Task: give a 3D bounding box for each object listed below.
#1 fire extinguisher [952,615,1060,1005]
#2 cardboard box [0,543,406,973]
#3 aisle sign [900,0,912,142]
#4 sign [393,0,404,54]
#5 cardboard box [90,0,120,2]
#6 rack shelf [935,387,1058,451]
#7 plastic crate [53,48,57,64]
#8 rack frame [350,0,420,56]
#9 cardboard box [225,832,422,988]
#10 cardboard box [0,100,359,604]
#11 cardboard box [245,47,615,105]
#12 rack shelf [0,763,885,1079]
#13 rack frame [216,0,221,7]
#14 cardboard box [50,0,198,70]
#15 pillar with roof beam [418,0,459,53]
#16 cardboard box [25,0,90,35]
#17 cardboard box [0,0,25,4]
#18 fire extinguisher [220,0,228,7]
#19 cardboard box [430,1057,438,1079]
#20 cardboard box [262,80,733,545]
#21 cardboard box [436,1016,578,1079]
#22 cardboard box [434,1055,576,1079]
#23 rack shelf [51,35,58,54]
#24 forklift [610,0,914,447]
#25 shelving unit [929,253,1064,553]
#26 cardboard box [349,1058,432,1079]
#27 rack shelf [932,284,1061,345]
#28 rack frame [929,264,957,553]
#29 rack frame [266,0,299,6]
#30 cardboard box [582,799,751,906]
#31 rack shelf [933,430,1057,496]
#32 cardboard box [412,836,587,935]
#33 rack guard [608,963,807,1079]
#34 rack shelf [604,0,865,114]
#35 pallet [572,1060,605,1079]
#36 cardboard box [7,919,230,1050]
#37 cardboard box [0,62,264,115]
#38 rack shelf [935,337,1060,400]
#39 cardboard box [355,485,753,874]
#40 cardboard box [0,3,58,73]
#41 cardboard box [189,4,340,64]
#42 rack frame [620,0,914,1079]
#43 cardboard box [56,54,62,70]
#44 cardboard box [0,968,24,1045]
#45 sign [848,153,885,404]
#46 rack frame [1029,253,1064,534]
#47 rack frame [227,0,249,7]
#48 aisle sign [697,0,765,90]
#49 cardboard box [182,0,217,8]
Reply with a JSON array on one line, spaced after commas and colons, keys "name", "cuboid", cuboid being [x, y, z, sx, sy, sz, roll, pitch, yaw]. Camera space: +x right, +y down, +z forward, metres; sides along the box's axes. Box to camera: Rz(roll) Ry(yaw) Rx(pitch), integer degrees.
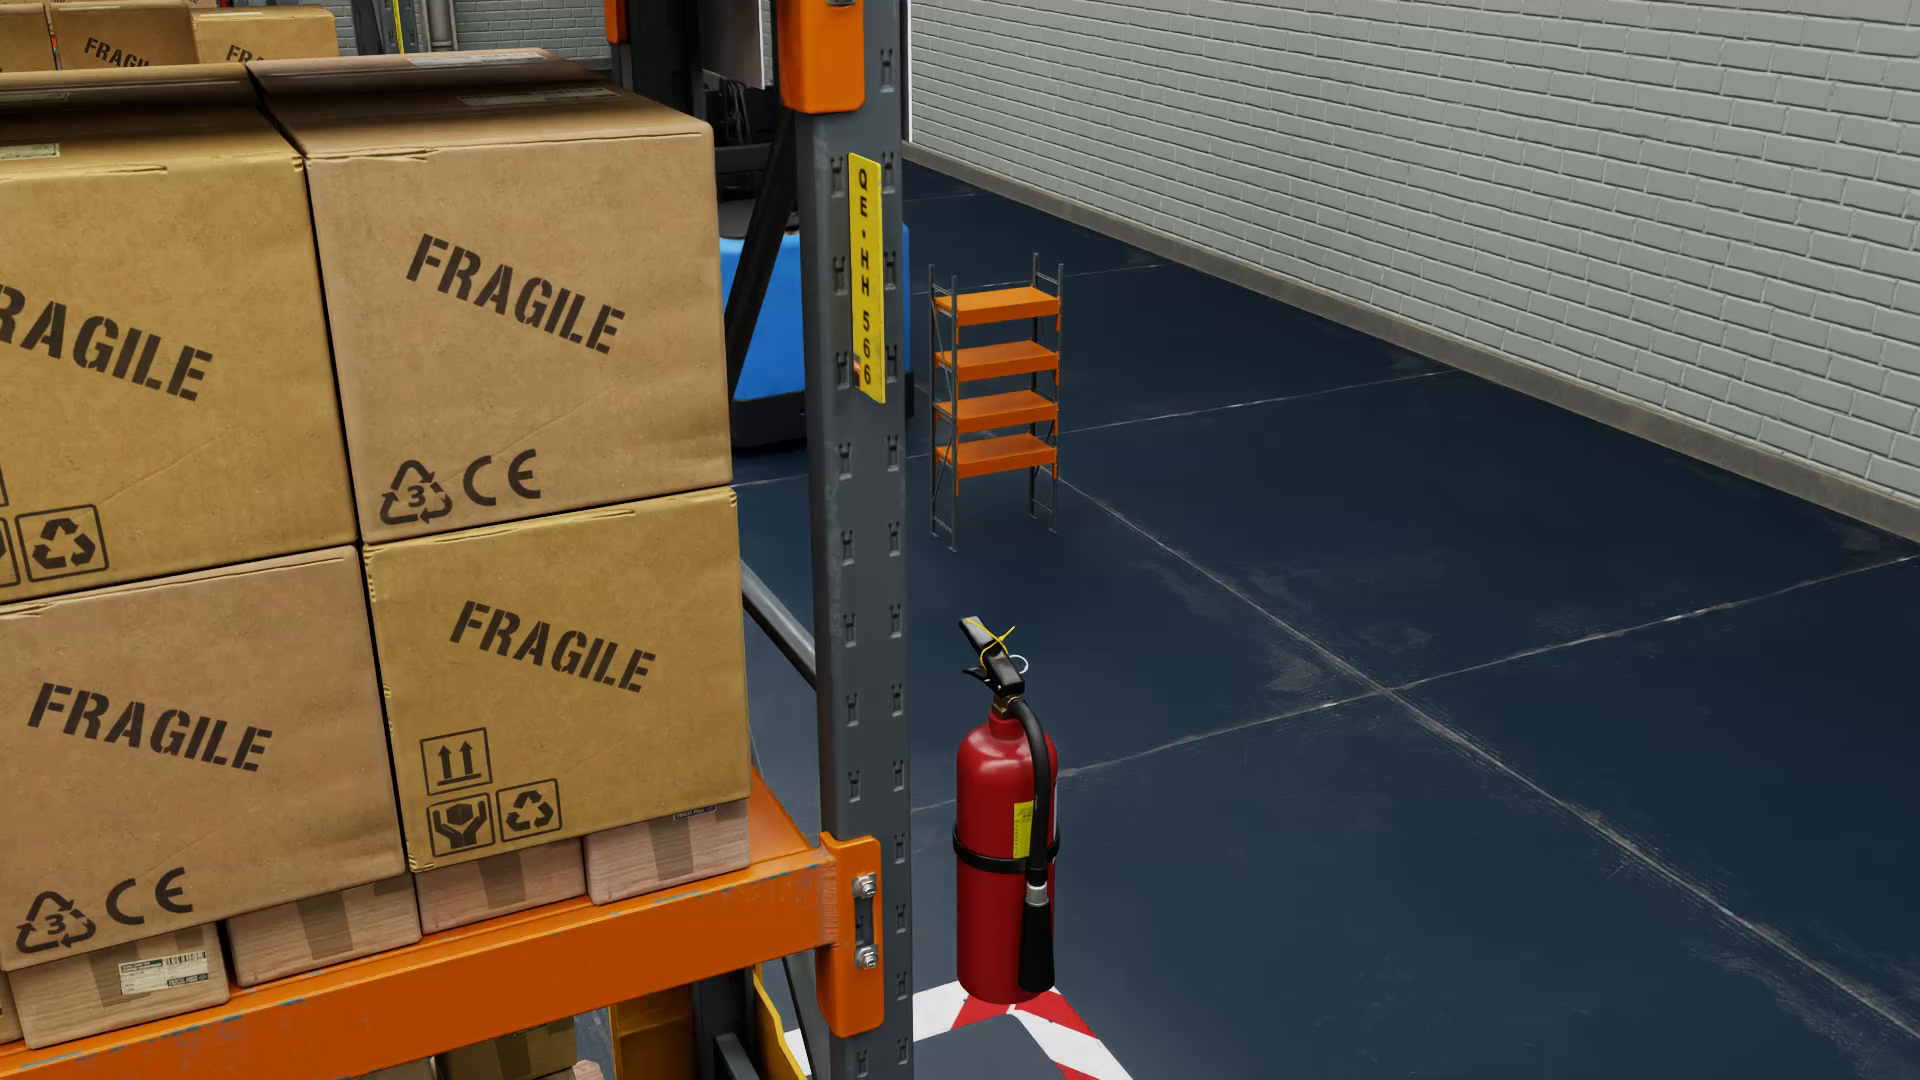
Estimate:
[{"name": "fire extinguisher", "cuboid": [0.079, 0.460, 2.807, 0.183, 0.674, 0.296, -10, 25, -24]}, {"name": "cardboard box", "cuboid": [-1.108, 0.197, 2.331, 0.500, 0.500, 0.500, -11, 25, -24]}, {"name": "aisle sign", "cuboid": [-0.153, -0.976, 2.286, 0.004, 0.787, 0.394, -10, 25, -24]}, {"name": "sign", "cuboid": [-2.186, -2.047, 6.450, 0.005, 0.325, 0.100, -10, 25, -24]}, {"name": "cardboard box", "cuboid": [-7.453, -4.797, 14.787, 0.500, 0.500, 0.500, -10, 25, -23]}, {"name": "rack shelf", "cuboid": [0.149, -0.520, 7.113, 0.480, 0.148, 0.258, -10, 25, -24]}, {"name": "plastic crate", "cuboid": [-6.108, -3.103, 10.965, 0.300, 0.233, 0.416, -10, 25, -24]}, {"name": "rack frame", "cuboid": [-2.409, -1.592, 7.174, 0.127, 3.000, 1.000, -10, 25, -24]}, {"name": "cardboard box", "cuboid": [-0.980, 0.477, 2.505, 0.250, 0.149, 0.380, -11, 25, -24]}, {"name": "cardboard box", "cuboid": [-1.110, -0.266, 2.143, 0.500, 0.500, 0.500, -11, 25, -25]}, {"name": "cardboard box", "cuboid": [-0.868, -0.528, 2.778, 0.500, 0.500, 0.500, -11, 25, -24]}, {"name": "rack shelf", "cuboid": [-2.151, 0.798, 2.340, 4.000, 0.370, 1.077, -10, 25, -24]}, {"name": "rack frame", "cuboid": [-8.853, -6.713, 19.545, 0.127, 3.000, 1.000, -10, 25, -24]}, {"name": "cardboard box", "cuboid": [-3.409, -1.937, 6.834, 0.500, 0.500, 0.500, -11, 25, -25]}, {"name": "pillar with roof beam", "cuboid": [-4.929, -8.747, 16.616, 0.400, 9.000, 9.100, -10, 25, -24]}, {"name": "cardboard box", "cuboid": [-7.905, -4.716, 14.591, 0.500, 0.500, 0.500, -10, 25, -23]}, {"name": "cardboard box", "cuboid": [-8.359, -4.633, 14.390, 0.500, 0.500, 0.500, -11, 25, -24]}, {"name": "fire extinguisher", "cuboid": [-8.517, -6.371, 19.308, 0.183, 0.674, 0.296, -10, 25, -24]}, {"name": "cardboard box", "cuboid": [-0.960, 1.234, 3.525, 0.250, 0.149, 0.380, -10, 24, -23]}, {"name": "cardboard box", "cuboid": [-0.653, -0.350, 2.346, 0.500, 0.500, 0.500, -11, 25, -25]}, {"name": "cardboard box", "cuboid": [-0.968, 0.952, 3.428, 0.250, 0.149, 0.380, -12, 25, -26]}, {"name": "cardboard box", "cuboid": [-0.932, 1.118, 3.416, 0.250, 0.149, 0.380, -9, 24, -21]}, {"name": "rack shelf", "cuboid": [-8.504, -4.342, 14.759, 4.000, 0.370, 1.077, -10, 25, -24]}, {"name": "forklift", "cuboid": [-1.418, -2.328, 9.042, 1.130, 2.935, 3.031, -13, 26, -28]}, {"name": "shelving unit", "cuboid": [0.149, -0.582, 7.087, 0.503, 1.200, 0.258, -10, 25, -24]}, {"name": "cardboard box", "cuboid": [-1.164, 1.040, 3.217, 0.250, 0.149, 0.380, -10, 24, -23]}, {"name": "rack shelf", "cuboid": [0.149, -0.945, 6.937, 0.480, 0.148, 0.258, -10, 25, -24]}, {"name": "rack frame", "cuboid": [-0.071, -0.541, 6.989, 0.015, 1.200, 0.240, -10, 25, -24]}, {"name": "rack frame", "cuboid": [-4.557, -3.299, 11.297, 0.127, 3.000, 1.000, -10, 25, -24]}, {"name": "cardboard box", "cuboid": [-0.520, 0.402, 2.686, 0.250, 0.149, 0.380, -10, 25, -24]}, {"name": "rack shelf", "cuboid": [0.149, -0.336, 7.189, 0.480, 0.148, 0.258, -10, 25, -24]}, {"name": "cardboard box", "cuboid": [-0.760, 0.430, 2.618, 0.250, 0.149, 0.380, -10, 25, -24]}, {"name": "rack guard", "cuboid": [-0.417, 1.302, 3.452, 0.348, 0.500, 1.175, -10, 25, -24]}, {"name": "rack shelf", "cuboid": [-2.151, -0.588, 1.766, 4.000, 0.370, 1.077, -10, 25, -24]}, {"name": "pallet", "cuboid": [-1.164, 1.558, 3.211, 1.213, 0.211, 1.003, -10, 25, -24]}, {"name": "cardboard box", "cuboid": [-1.199, 0.527, 2.383, 0.250, 0.149, 0.380, -10, 24, -22]}, {"name": "cardboard box", "cuboid": [-1.320, -0.443, 2.570, 0.500, 0.500, 0.500, -10, 24, -22]}, {"name": "rack shelf", "cuboid": [0.149, -0.726, 7.027, 0.480, 0.148, 0.258, -10, 25, -24]}, {"name": "cardboard box", "cuboid": [-0.642, 0.114, 2.534, 0.500, 0.500, 0.500, -10, 24, -23]}, {"name": "cardboard box", "cuboid": [-3.873, -1.849, 6.622, 0.500, 0.500, 0.500, -11, 25, -25]}, {"name": "cardboard box", "cuboid": [-2.734, -1.835, 6.588, 0.500, 0.500, 0.500, -10, 25, -23]}, {"name": "rack frame", "cuboid": [-0.350, 0.133, 3.007, 0.053, 2.616, 0.949, -10, 25, -24]}, {"name": "cardboard box", "cuboid": [-10.345, -5.435, 19.177, 0.500, 0.500, 0.700, -11, 25, -25]}, {"name": "cardboard box", "cuboid": [-1.450, 0.561, 2.302, 0.250, 0.149, 0.380, -12, 25, -26]}, {"name": "sign", "cuboid": [-0.126, -0.352, 2.252, 0.005, 0.325, 0.100, -10, 25, -24]}, {"name": "rack frame", "cuboid": [0.369, -0.622, 7.185, 0.015, 1.200, 0.240, -10, 25, -24]}, {"name": "rack frame", "cuboid": [-6.702, -5.006, 15.423, 0.127, 3.000, 1.000, -10, 25, -24]}, {"name": "aisle sign", "cuboid": [-0.413, -1.182, 2.786, 0.004, 0.787, 0.394, -10, 25, -24]}, {"name": "cardboard box", "cuboid": [-6.987, -4.885, 14.998, 0.500, 0.500, 0.500, -10, 24, -22]}]
